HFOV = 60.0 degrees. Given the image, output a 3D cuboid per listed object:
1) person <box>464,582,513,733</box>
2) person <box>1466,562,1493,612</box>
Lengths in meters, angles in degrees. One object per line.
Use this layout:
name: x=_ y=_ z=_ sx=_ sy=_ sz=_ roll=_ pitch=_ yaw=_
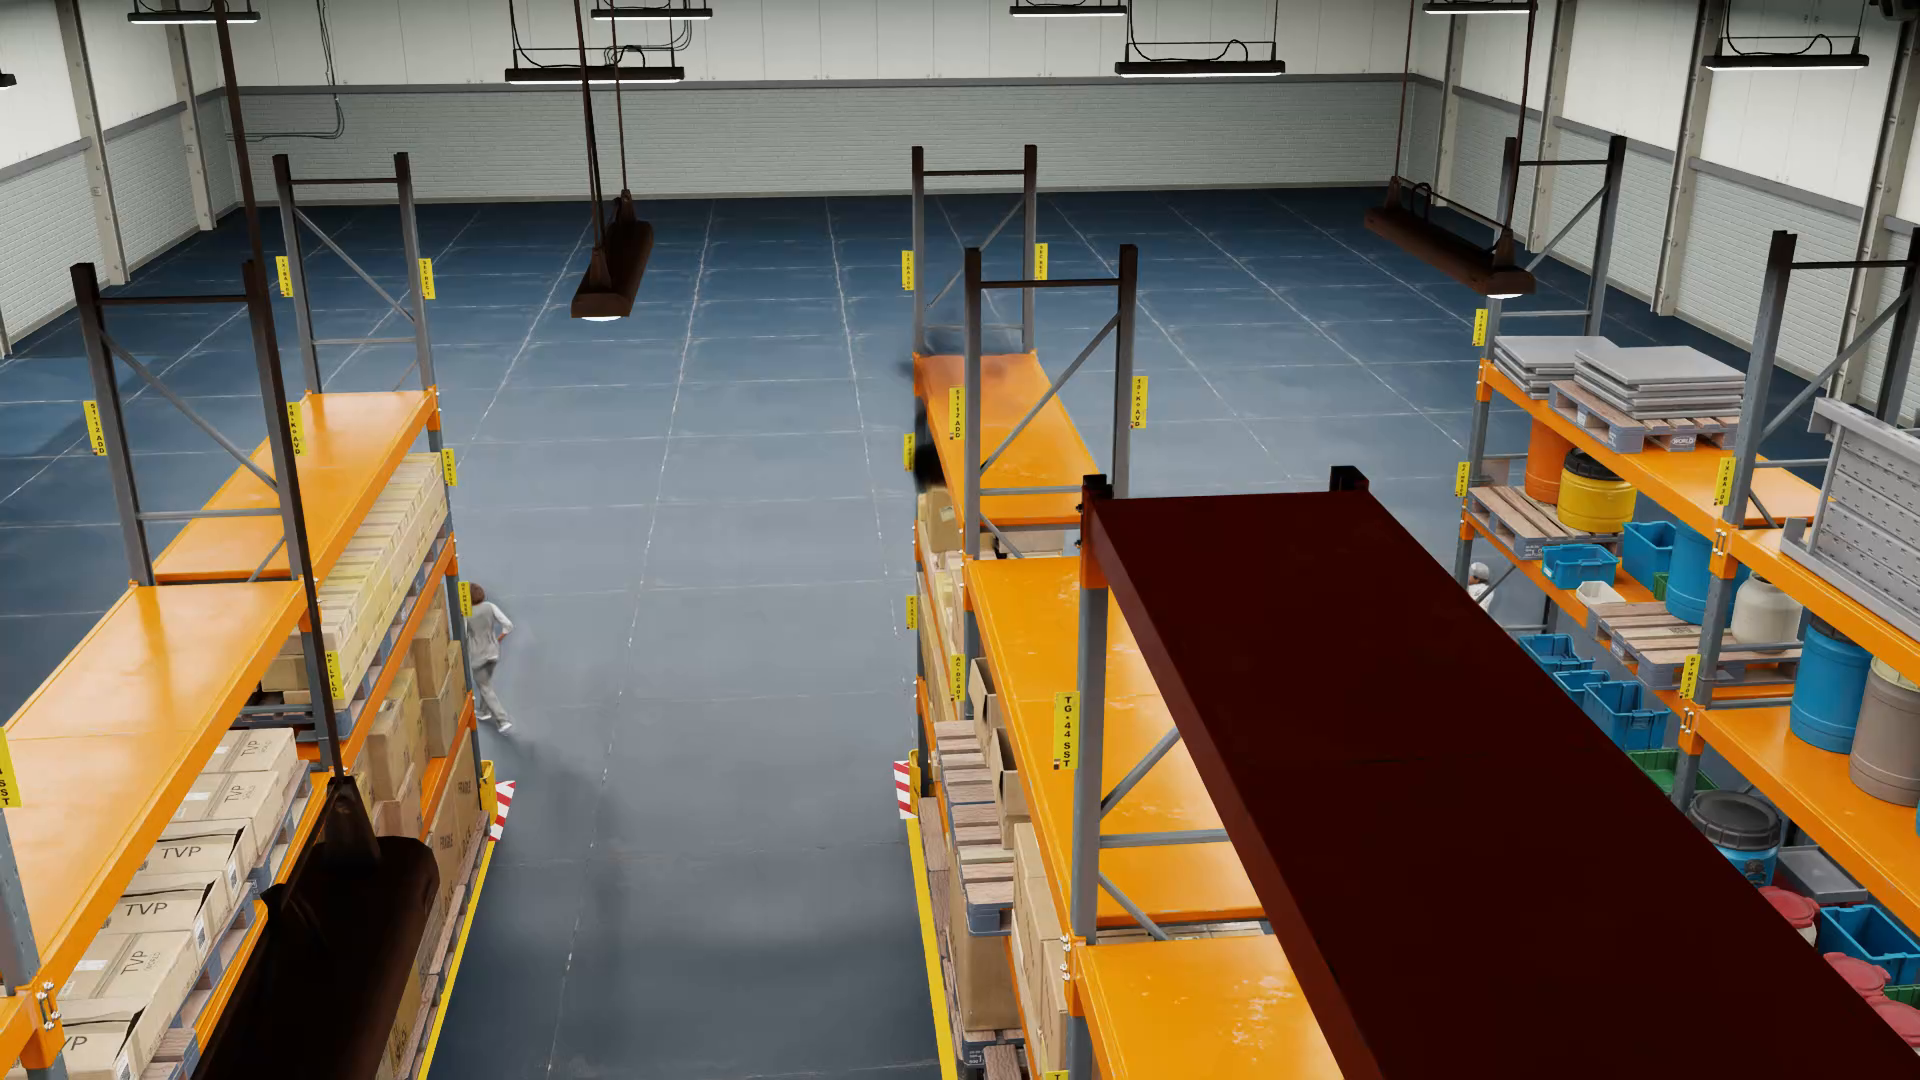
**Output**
person: x=-4.722 y=1.173 z=16.500 sx=0.540 sy=1.606 sz=0.804 roll=-19 pitch=29 yaw=-40
person: x=5.197 y=0.976 z=17.008 sx=0.536 sy=1.628 sz=0.660 roll=15 pitch=26 yaw=33
